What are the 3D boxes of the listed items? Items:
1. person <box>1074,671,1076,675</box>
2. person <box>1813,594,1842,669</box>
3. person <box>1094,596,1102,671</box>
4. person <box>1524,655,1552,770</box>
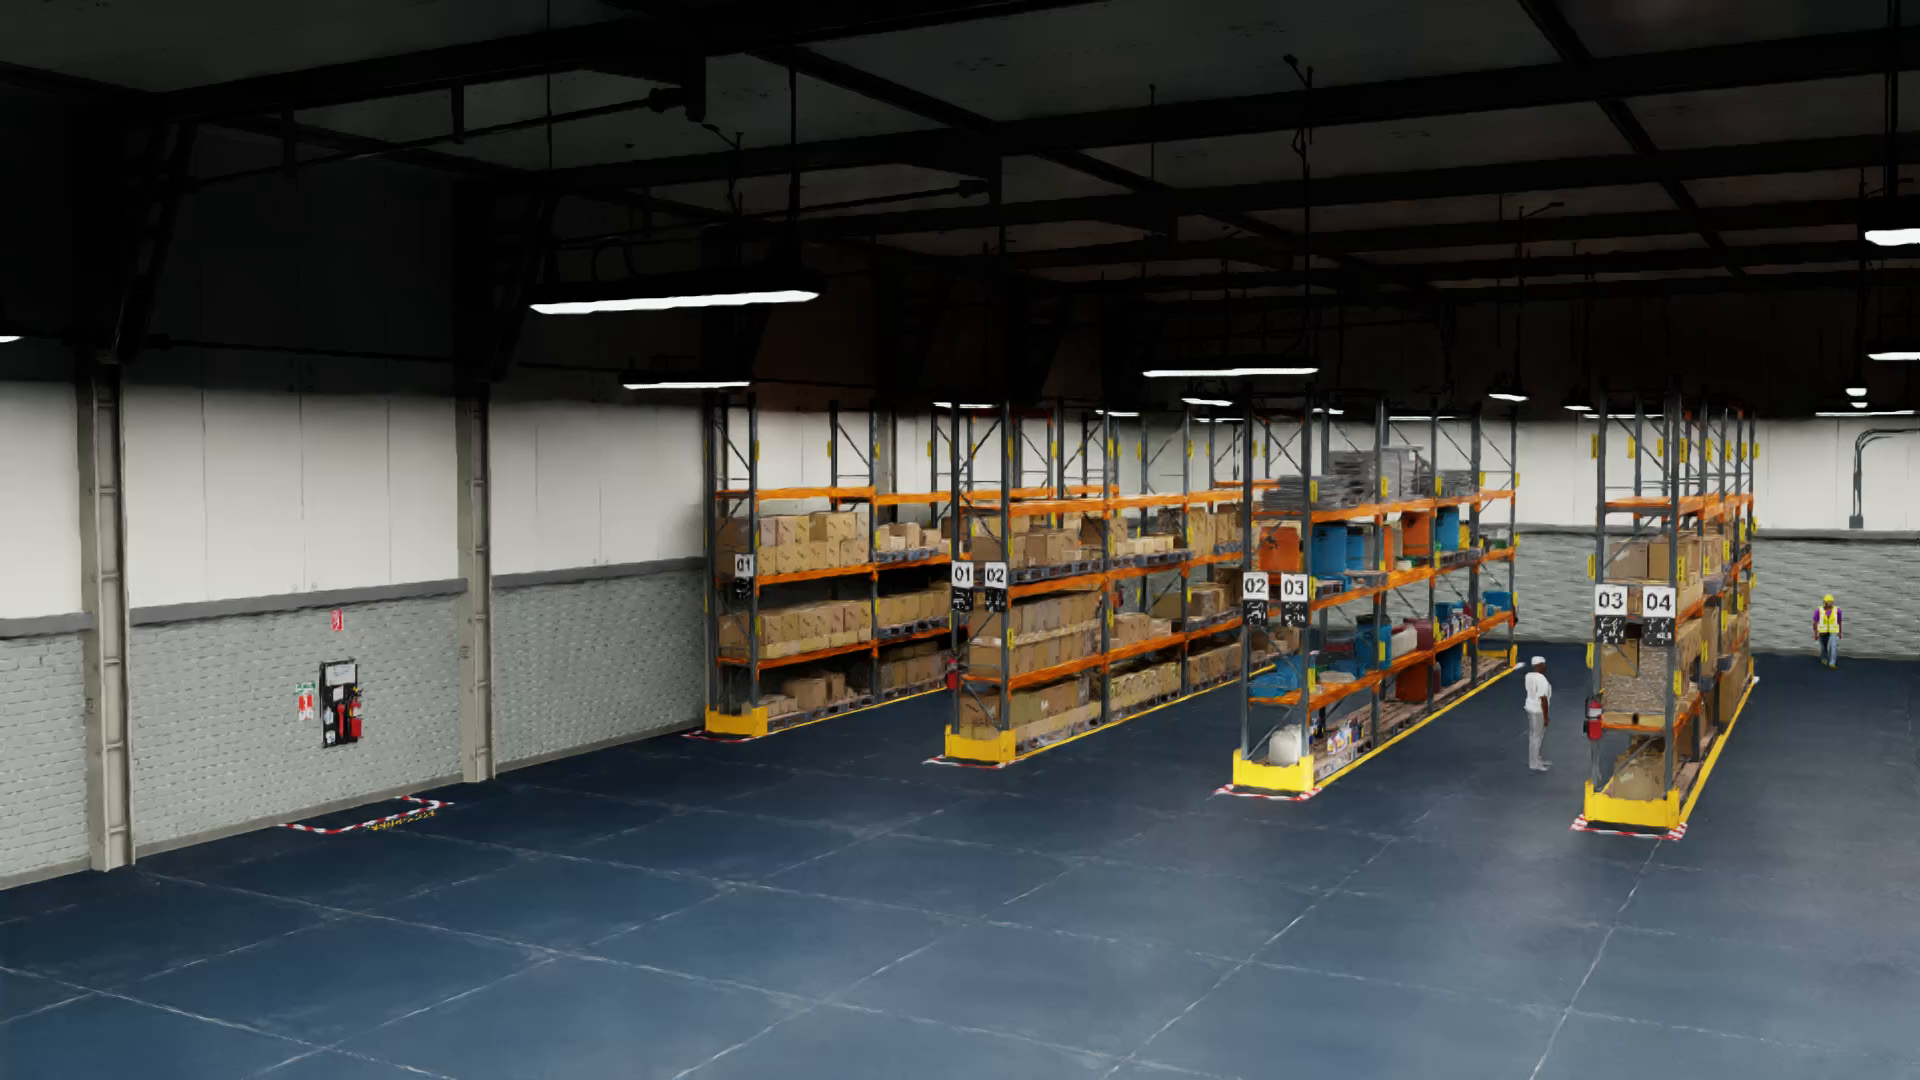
[{"bbox_3d":[2.134,2.327,33.742,0.682,1.715,0.536,2,3,28],"label":"person"},{"bbox_3d":[19.893,2.086,38.139,0.577,1.691,1.121,2,4,31],"label":"person"},{"bbox_3d":[3.232,2.107,37.336,0.463,1.731,0.598,0,3,3],"label":"person"},{"bbox_3d":[9.115,2.695,26.101,0.452,1.759,0.624,0,3,-3],"label":"person"}]
